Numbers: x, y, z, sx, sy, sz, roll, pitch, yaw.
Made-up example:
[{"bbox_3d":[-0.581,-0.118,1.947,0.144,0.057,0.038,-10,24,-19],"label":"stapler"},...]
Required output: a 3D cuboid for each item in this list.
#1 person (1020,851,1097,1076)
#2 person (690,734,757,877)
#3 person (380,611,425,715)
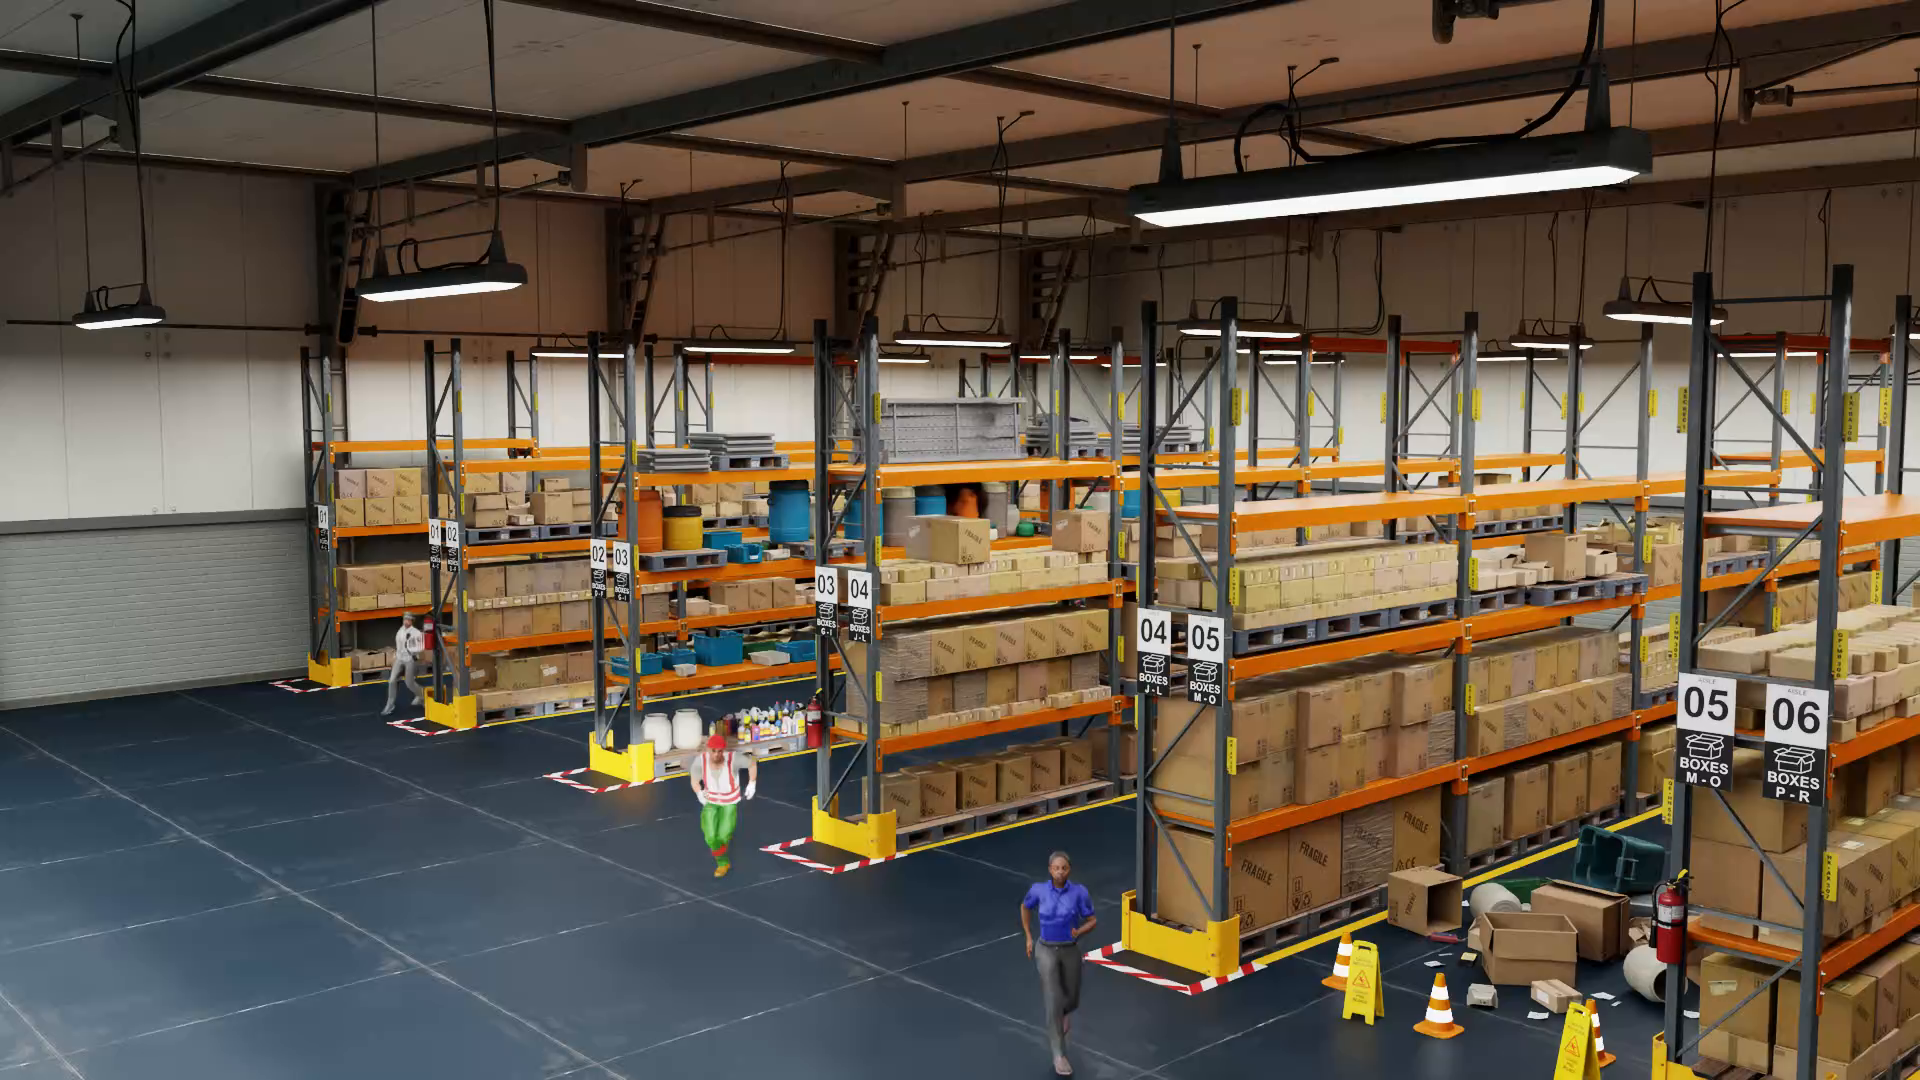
[{"bbox_3d":[0.765,3.201,12.889,0.578,1.635,0.865,0,5,-3],"label":"person"},{"bbox_3d":[-2.510,2.816,17.711,0.688,1.614,0.851,0,5,0],"label":"person"},{"bbox_3d":[-8.926,1.976,27.002,0.639,1.693,0.863,2,6,25],"label":"person"}]
